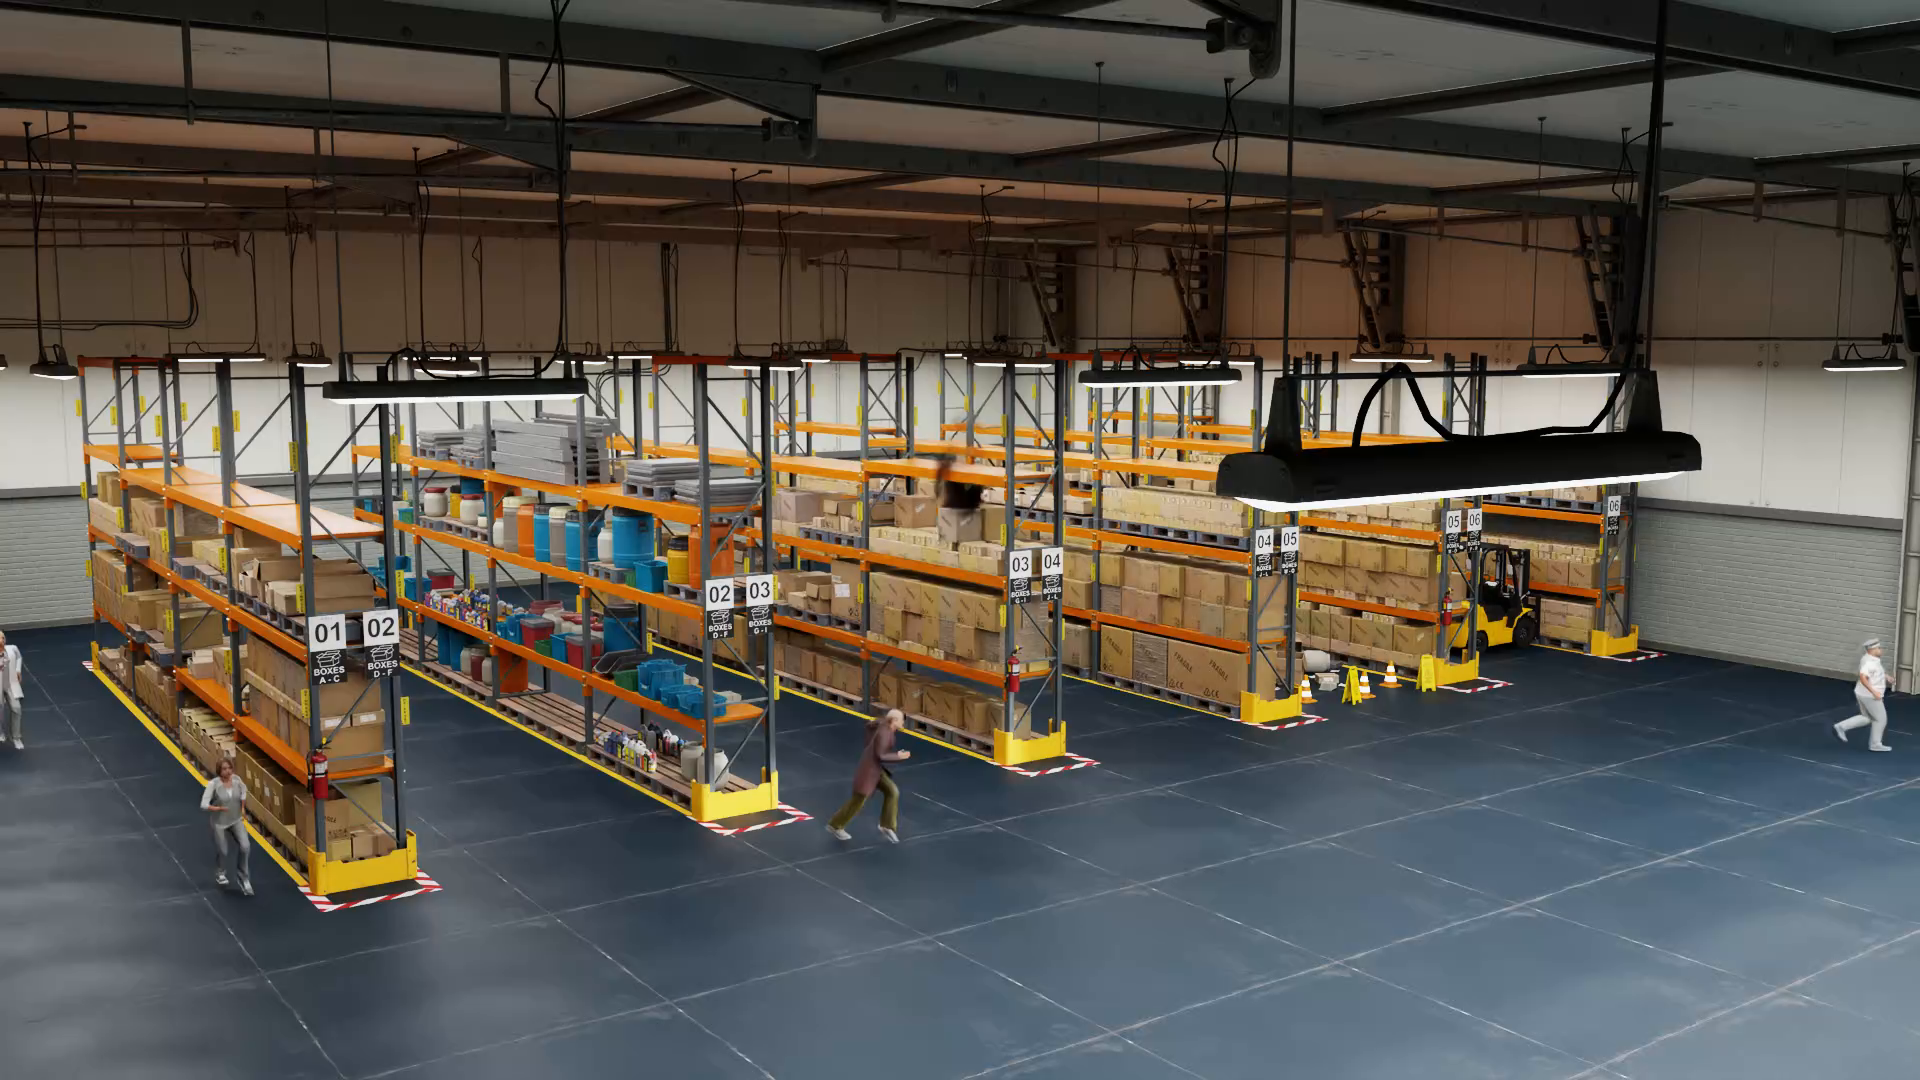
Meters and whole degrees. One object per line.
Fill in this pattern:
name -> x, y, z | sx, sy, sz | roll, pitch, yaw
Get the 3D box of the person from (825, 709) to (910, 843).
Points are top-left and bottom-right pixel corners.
person -> -1.163, 2.991, 20.918 | 1.078, 1.759, 0.752 | 0, 7, -1

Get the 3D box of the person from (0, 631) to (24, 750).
person -> -14.854, 2.321, 25.794 | 0.688, 1.841, 0.842 | -7, 9, -43

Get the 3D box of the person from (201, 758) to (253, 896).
person -> -8.363, 3.258, 18.968 | 0.564, 1.607, 0.742 | -6, 9, -39

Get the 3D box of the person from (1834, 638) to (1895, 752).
person -> 13.924, 2.366, 25.545 | 0.809, 1.746, 0.666 | 2, 7, 17
